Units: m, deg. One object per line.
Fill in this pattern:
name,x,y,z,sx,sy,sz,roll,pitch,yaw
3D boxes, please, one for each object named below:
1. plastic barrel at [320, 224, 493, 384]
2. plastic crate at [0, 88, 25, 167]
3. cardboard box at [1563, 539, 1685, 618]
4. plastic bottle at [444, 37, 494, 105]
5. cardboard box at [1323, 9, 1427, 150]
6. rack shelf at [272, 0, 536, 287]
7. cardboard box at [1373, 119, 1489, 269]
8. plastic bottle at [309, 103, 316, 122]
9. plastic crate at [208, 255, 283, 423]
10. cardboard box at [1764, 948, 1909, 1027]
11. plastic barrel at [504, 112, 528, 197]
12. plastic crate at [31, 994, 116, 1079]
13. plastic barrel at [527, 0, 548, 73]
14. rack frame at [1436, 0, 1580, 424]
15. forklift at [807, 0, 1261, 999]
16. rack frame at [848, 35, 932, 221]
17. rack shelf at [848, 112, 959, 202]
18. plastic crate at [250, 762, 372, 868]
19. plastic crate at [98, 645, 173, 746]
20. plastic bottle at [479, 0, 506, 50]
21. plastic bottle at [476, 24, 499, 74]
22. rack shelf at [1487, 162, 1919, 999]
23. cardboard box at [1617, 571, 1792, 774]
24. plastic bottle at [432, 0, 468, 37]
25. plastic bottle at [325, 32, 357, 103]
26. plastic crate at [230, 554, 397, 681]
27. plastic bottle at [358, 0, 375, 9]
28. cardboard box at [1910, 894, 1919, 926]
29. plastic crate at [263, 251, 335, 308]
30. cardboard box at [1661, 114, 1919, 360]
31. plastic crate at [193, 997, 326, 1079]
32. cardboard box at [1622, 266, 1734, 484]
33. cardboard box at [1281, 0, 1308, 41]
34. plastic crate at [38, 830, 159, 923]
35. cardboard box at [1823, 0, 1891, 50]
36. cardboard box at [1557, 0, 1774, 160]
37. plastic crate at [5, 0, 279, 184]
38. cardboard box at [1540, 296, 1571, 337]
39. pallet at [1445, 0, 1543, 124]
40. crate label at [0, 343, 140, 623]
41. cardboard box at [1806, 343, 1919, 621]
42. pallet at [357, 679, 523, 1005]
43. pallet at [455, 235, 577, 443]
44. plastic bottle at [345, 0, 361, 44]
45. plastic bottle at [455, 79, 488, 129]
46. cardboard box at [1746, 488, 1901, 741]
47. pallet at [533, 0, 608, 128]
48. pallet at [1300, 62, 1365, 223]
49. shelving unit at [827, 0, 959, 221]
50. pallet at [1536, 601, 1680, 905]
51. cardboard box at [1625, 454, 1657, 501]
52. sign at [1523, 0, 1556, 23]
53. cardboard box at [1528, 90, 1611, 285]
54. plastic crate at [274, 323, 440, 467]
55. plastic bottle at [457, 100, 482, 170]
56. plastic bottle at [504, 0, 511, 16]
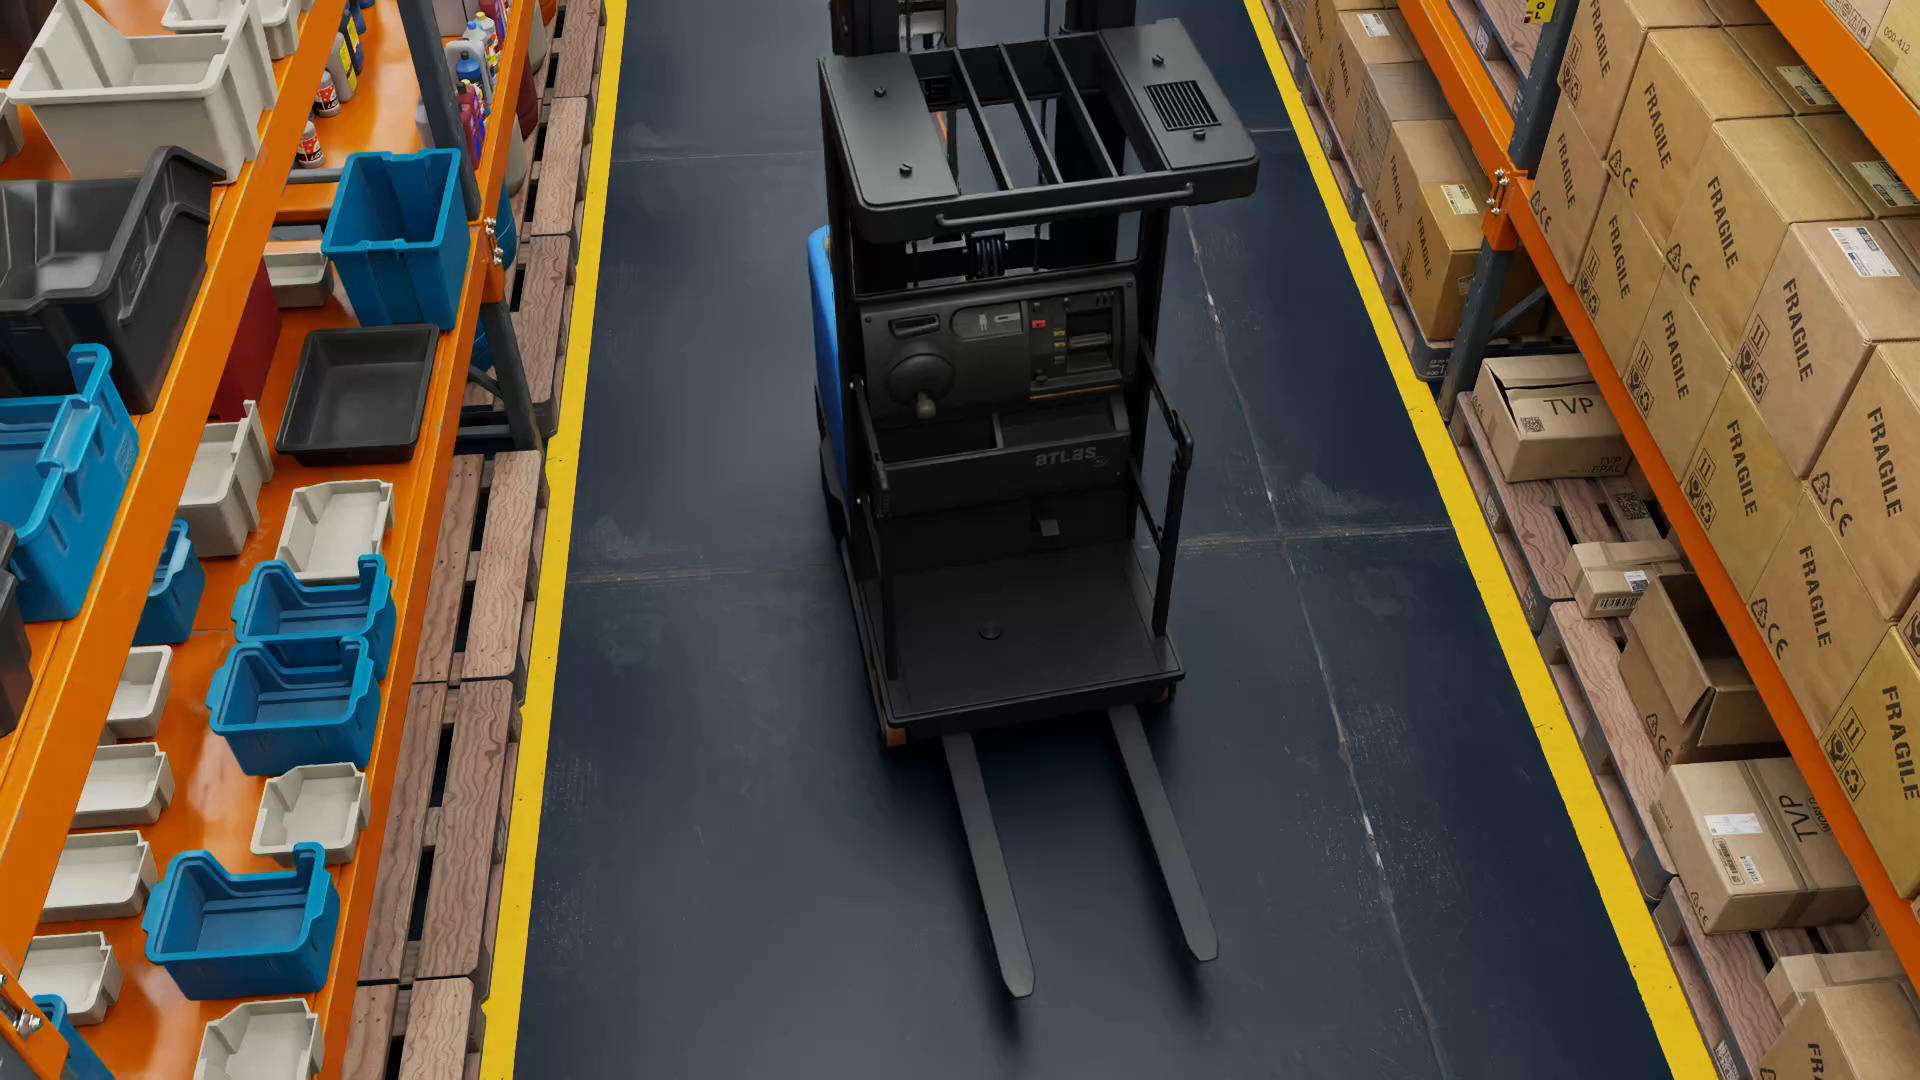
plastic barrel,-2.325,-1.143,7.059,0.600,0.901,0.708,-3,47,-3
plastic crate,-2.382,-0.852,3.743,0.437,0.136,0.530,-3,47,-3
cardboard box,2.542,0.141,6.335,0.380,0.166,0.250,-3,47,-3
plastic bottle,-1.986,-1.906,6.711,0.152,0.276,0.135,-3,47,-3
cardboard box,2.194,-2.344,8.459,0.500,0.500,0.500,-5,47,-5
rack shelf,-2.464,-2.525,7.708,1.077,0.370,4.000,-3,47,-3
cardboard box,2.280,-1.614,7.767,0.500,0.500,0.500,-3,47,-3
plastic bottle,-2.682,-1.813,6.623,0.152,0.276,0.135,-3,47,-3
plastic crate,-2.471,-0.707,5.405,0.402,0.464,0.583,-3,47,-3
cardboard box,2.740,1.416,5.128,0.380,0.166,0.250,-3,47,-3
plastic barrel,-2.342,-1.936,8.078,0.421,0.512,0.421,0,47,0
plastic crate,-2.176,1.305,3.519,0.616,0.435,0.499,-3,47,-3
plastic barrel,-2.437,-2.753,8.852,0.421,0.512,0.421,0,47,0
rack frame,2.640,-1.624,6.359,1.000,3.000,0.127,-3,47,-3
forklift,0.184,-0.542,5.381,1.130,2.935,3.031,-9,47,-8
rack frame,-0.311,-1.691,7.041,0.400,2.100,0.015,-8,47,-8
rack shelf,-0.262,-1.509,6.885,0.431,0.518,0.480,-8,47,-8
plastic crate,-1.655,0.712,4.287,0.250,0.136,0.298,-3,47,-3
plastic crate,-2.311,0.436,4.548,0.298,0.136,0.250,-3,47,-3
plastic bottle,-1.976,-2.219,7.003,0.061,0.283,0.133,-3,47,-3
plastic bottle,-1.977,-2.036,6.886,0.097,0.201,0.097,0,47,0
rack shelf,2.807,0.070,5.249,1.077,0.370,4.000,-3,47,-3
cardboard box,2.802,0.442,5.818,0.797,0.503,0.637,-3,47,-3
plastic bottle,-2.184,-2.302,7.086,0.152,0.276,0.135,-3,47,-3
plastic bottle,-2.556,-1.963,6.713,0.144,0.351,0.185,-3,47,-3
plastic crate,-1.789,0.237,4.670,0.416,0.233,0.300,-3,47,-3
plastic bottle,-2.632,-2.462,7.241,0.097,0.271,0.097,0,47,0
cardboard box,2.666,0.928,3.873,0.500,0.500,0.500,-2,47,-2
plastic crate,-2.400,-0.910,5.823,0.396,0.136,0.243,-3,47,-3
cardboard box,2.485,-0.899,4.915,0.500,0.500,0.500,-5,47,-4
plastic crate,-1.598,1.203,3.822,0.250,0.136,0.298,-3,47,-3
cardboard box,2.497,-0.541,5.264,0.500,0.500,0.500,-4,47,-4
cardboard box,2.108,-3.085,9.161,0.500,0.500,0.500,-5,47,-5
plastic crate,-2.220,0.849,4.157,0.396,0.136,0.243,-3,47,-3
cardboard box,2.512,-1.513,4.291,0.500,0.250,0.500,-3,47,-3
cardboard box,2.399,-1.644,5.620,0.500,0.500,0.500,-2,47,-2
plastic crate,-1.839,-1.045,3.826,0.437,0.282,0.530,-3,47,-3
cardboard box,2.842,-1.281,7.452,0.500,0.500,0.500,-5,47,-5
pallet,2.682,-2.143,6.982,1.003,0.211,1.213,-3,47,-3
crate label,-1.717,-0.099,2.951,0.408,0.251,0.502,-3,47,-3
cardboard box,2.572,-0.154,4.209,0.500,0.500,0.500,-2,47,-2
pallet,-2.091,1.048,5.749,1.003,0.211,1.213,-3,47,-3
pallet,-2.319,-0.928,7.620,1.003,0.211,1.213,-3,47,-3
plastic bottle,-2.601,-2.197,6.990,0.097,0.271,0.097,0,47,0
plastic bottle,-1.941,-1.728,6.593,0.097,0.201,0.097,0,47,0
cardboard box,2.583,0.192,4.570,0.500,0.500,0.500,-3,47,-3
pallet,-2.524,-2.693,9.292,1.003,0.211,1.213,-3,47,-3
pallet,2.429,-2.136,8.764,1.003,0.211,1.213,-3,47,-3
shelving unit,-0.262,-1.519,6.876,0.431,2.100,0.503,-8,47,-8
pallet,2.802,0.717,6.063,1.003,0.211,1.213,-3,47,-3
cardboard box,2.970,-0.521,6.732,0.500,0.500,0.500,-3,47,-3
sign,2.087,-1.986,5.904,0.100,0.325,0.005,-3,47,-3
cardboard box,2.411,-1.273,5.957,0.500,0.500,0.500,-2,47,-2
plastic crate,-1.935,-0.458,5.403,0.437,0.125,0.590,-3,47,-3
plastic bottle,-1.902,-1.577,6.394,0.061,0.283,0.133,-3,47,-3
plastic bottle,-2.015,-2.371,7.203,0.097,0.201,0.097,0,47,0
